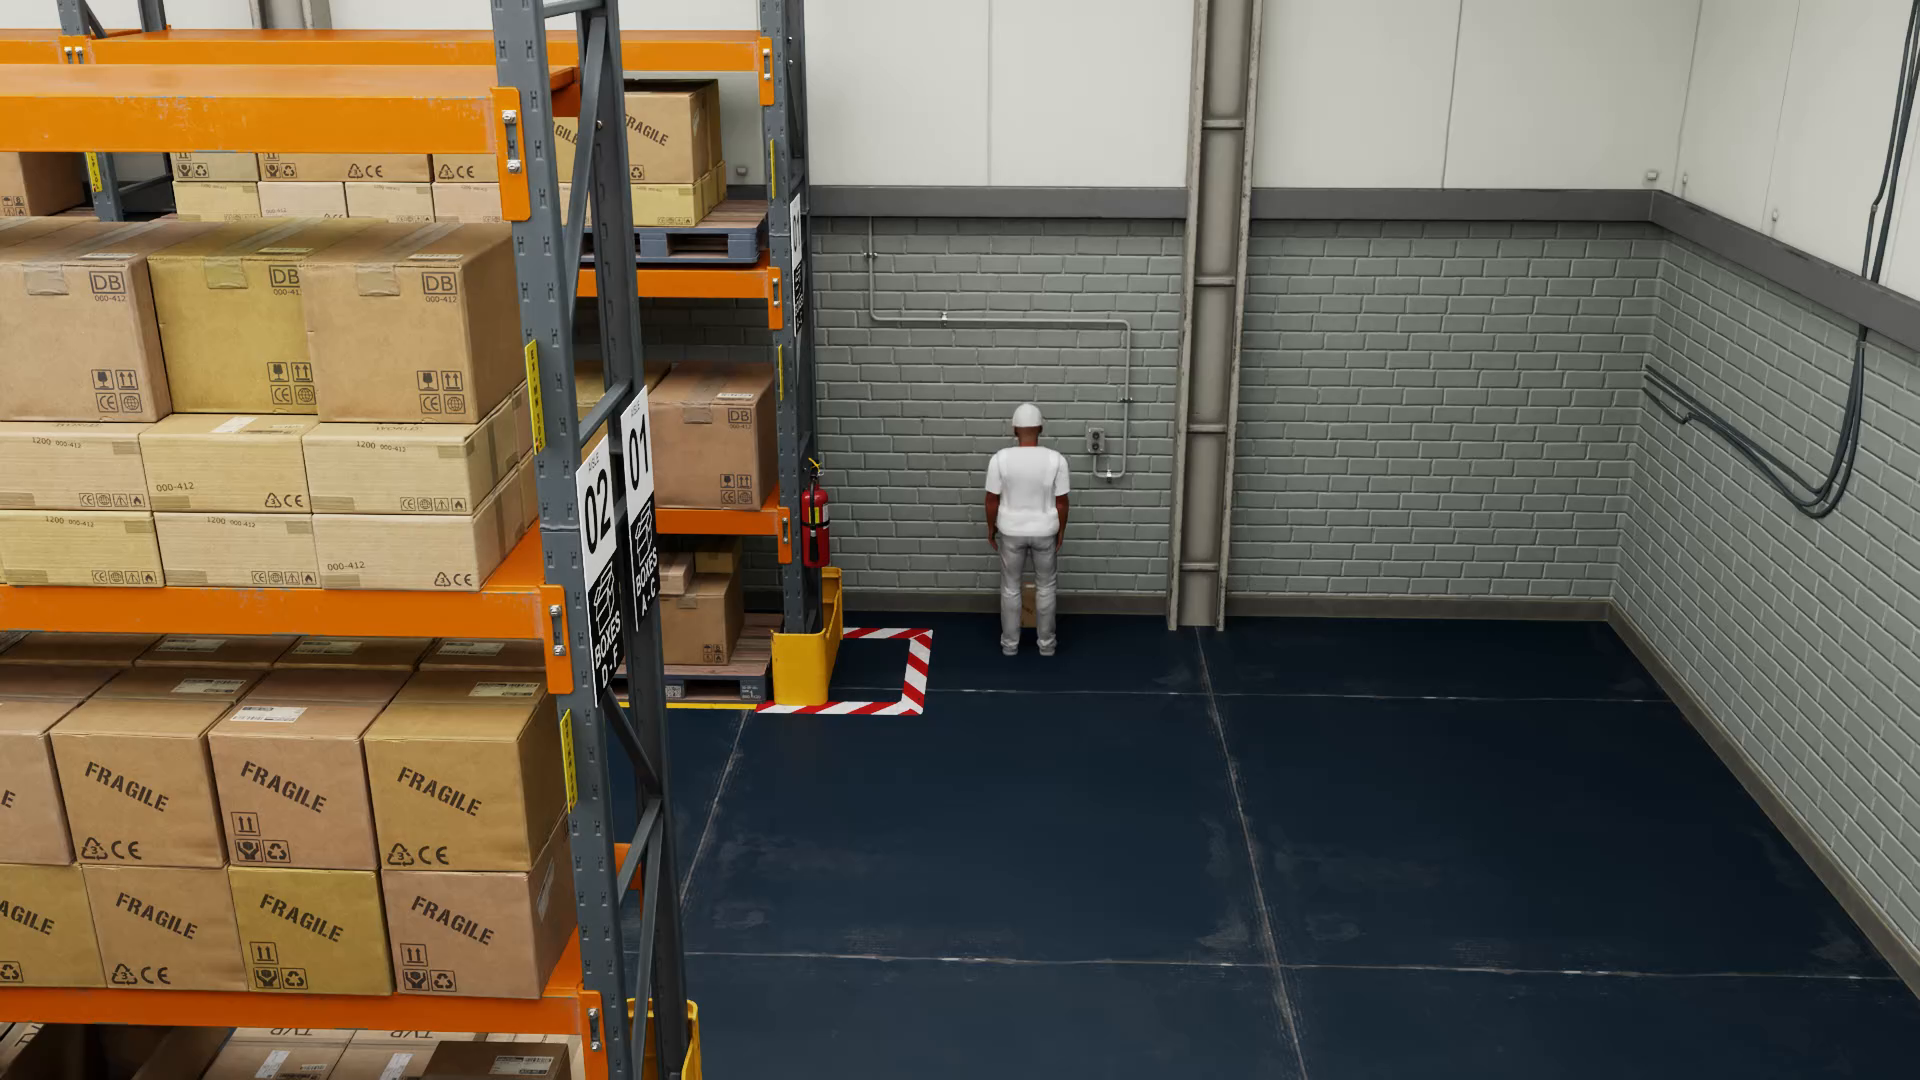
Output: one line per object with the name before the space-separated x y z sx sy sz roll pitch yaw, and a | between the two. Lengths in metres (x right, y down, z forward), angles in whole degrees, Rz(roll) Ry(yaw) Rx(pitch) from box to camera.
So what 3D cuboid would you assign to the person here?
person | 0.450 -0.067 11.226 0.565 1.763 0.363 1 21 3
